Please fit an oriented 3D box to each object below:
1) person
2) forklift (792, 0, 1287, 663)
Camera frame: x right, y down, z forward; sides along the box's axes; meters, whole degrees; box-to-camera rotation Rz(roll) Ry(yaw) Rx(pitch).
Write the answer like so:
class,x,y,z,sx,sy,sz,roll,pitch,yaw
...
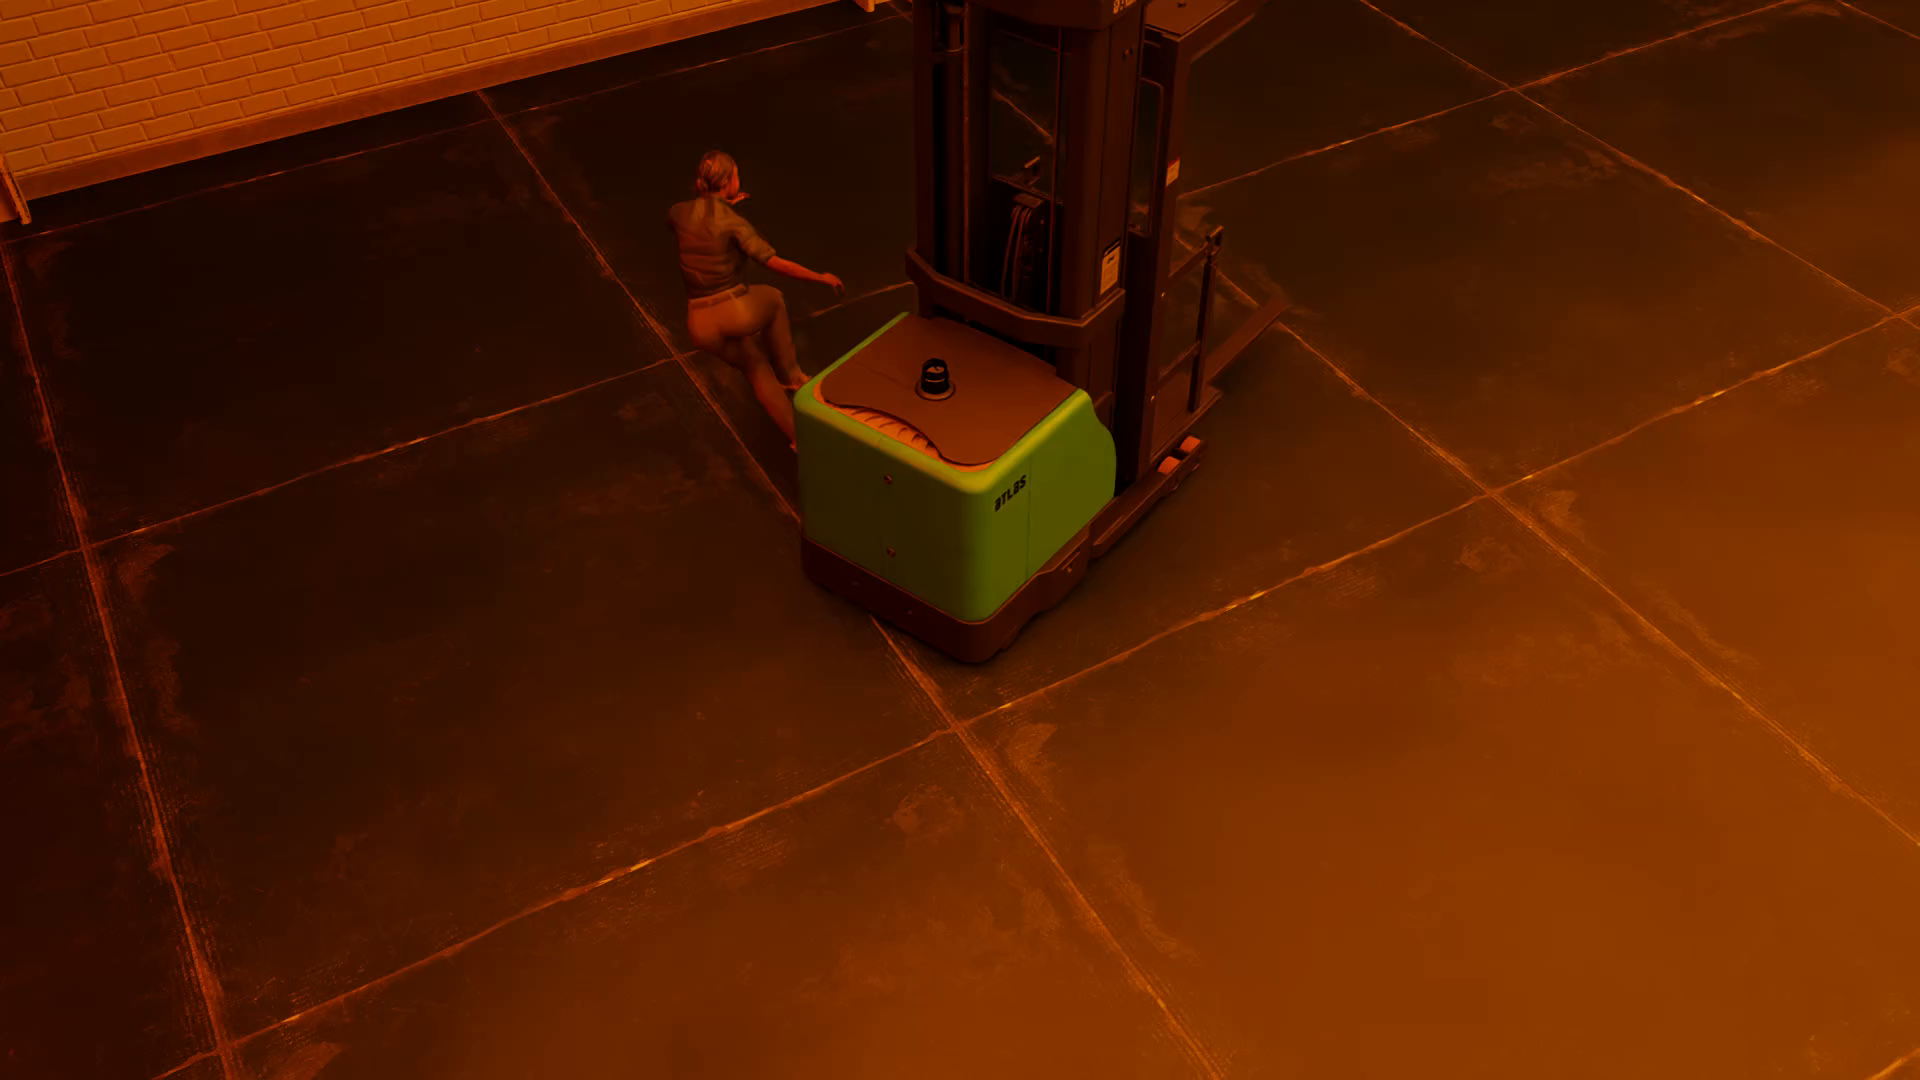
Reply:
class,x,y,z,sx,sy,sz,roll,pitch,yaw
person,-0.998,-1.207,8.078,0.899,1.427,0.841,6,43,6
forklift,0.570,-1.498,7.313,1.130,2.935,3.031,27,49,26
